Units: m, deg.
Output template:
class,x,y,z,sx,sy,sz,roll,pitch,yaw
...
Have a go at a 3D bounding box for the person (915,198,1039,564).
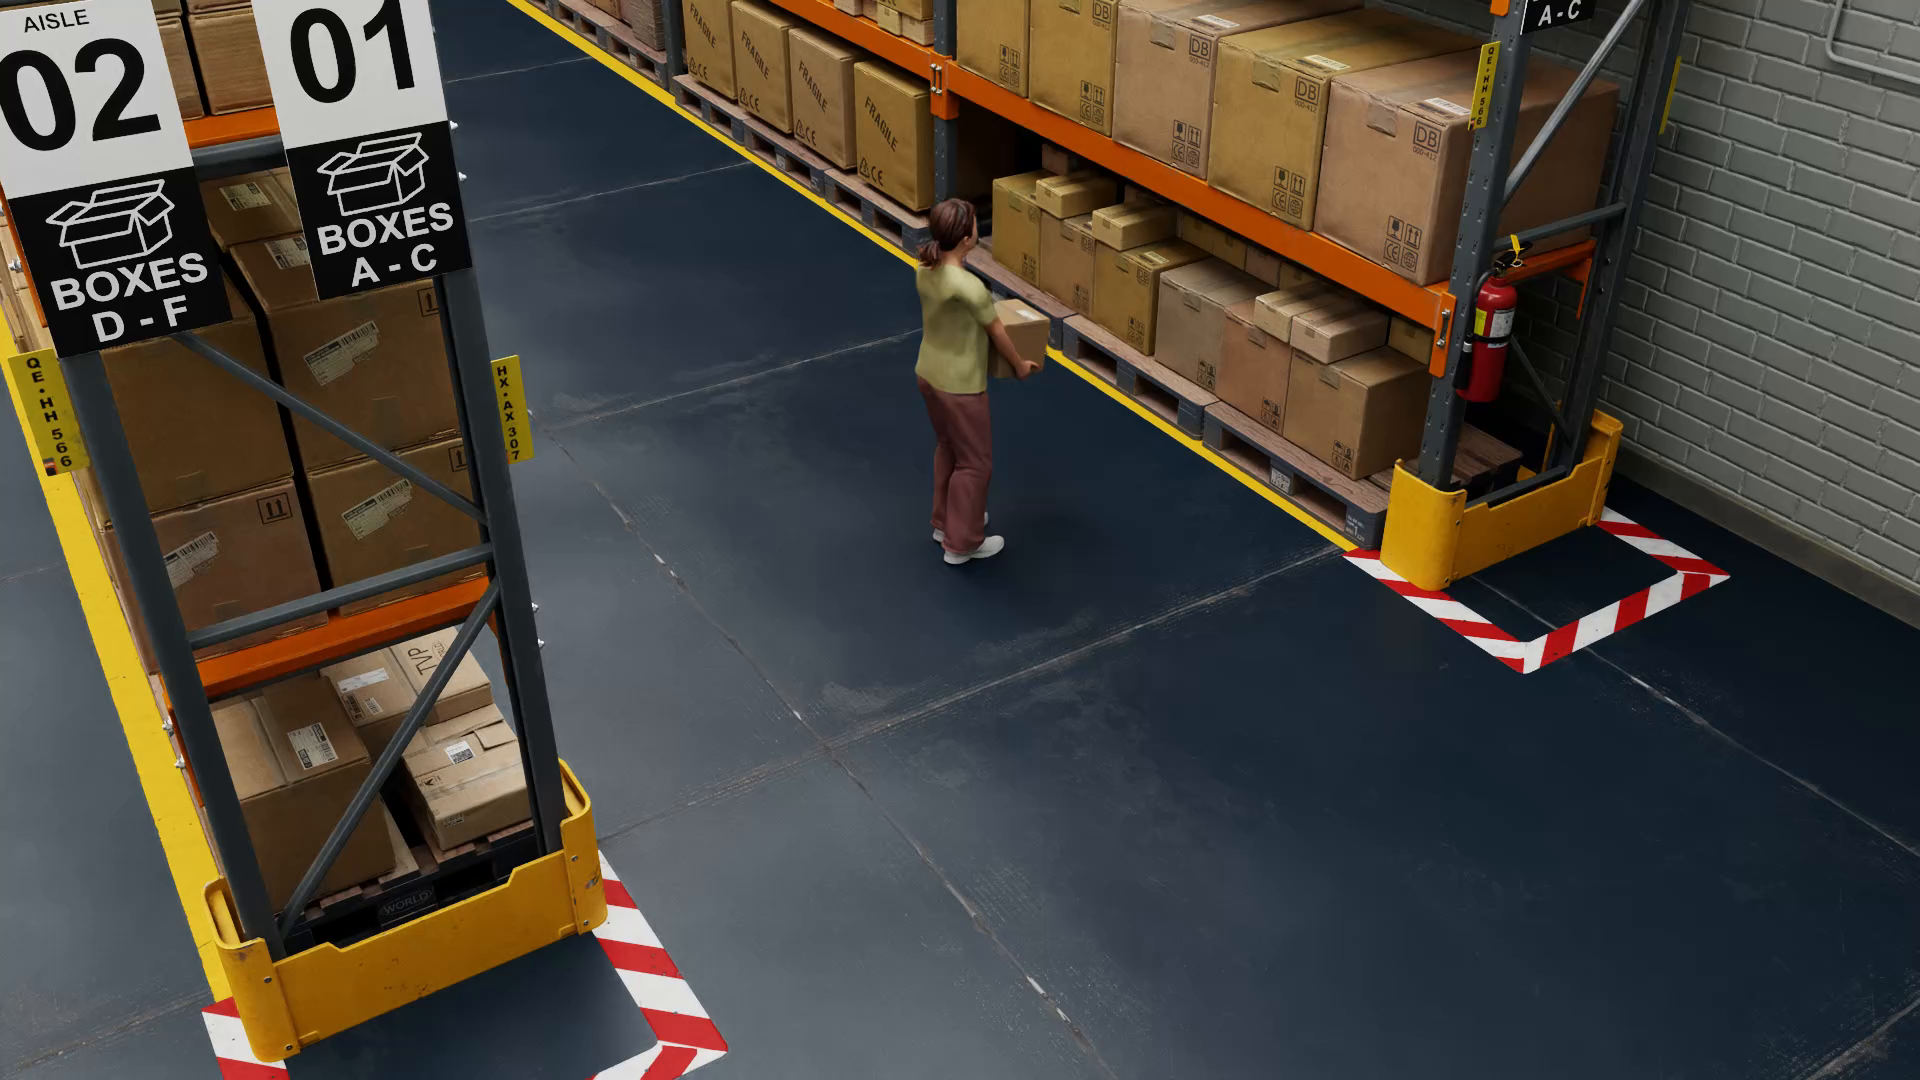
class,x,y,z,sx,sy,sz,roll,pitch,yaw
person,0.052,-0.705,7.247,0.514,1.669,0.406,-20,38,-28
